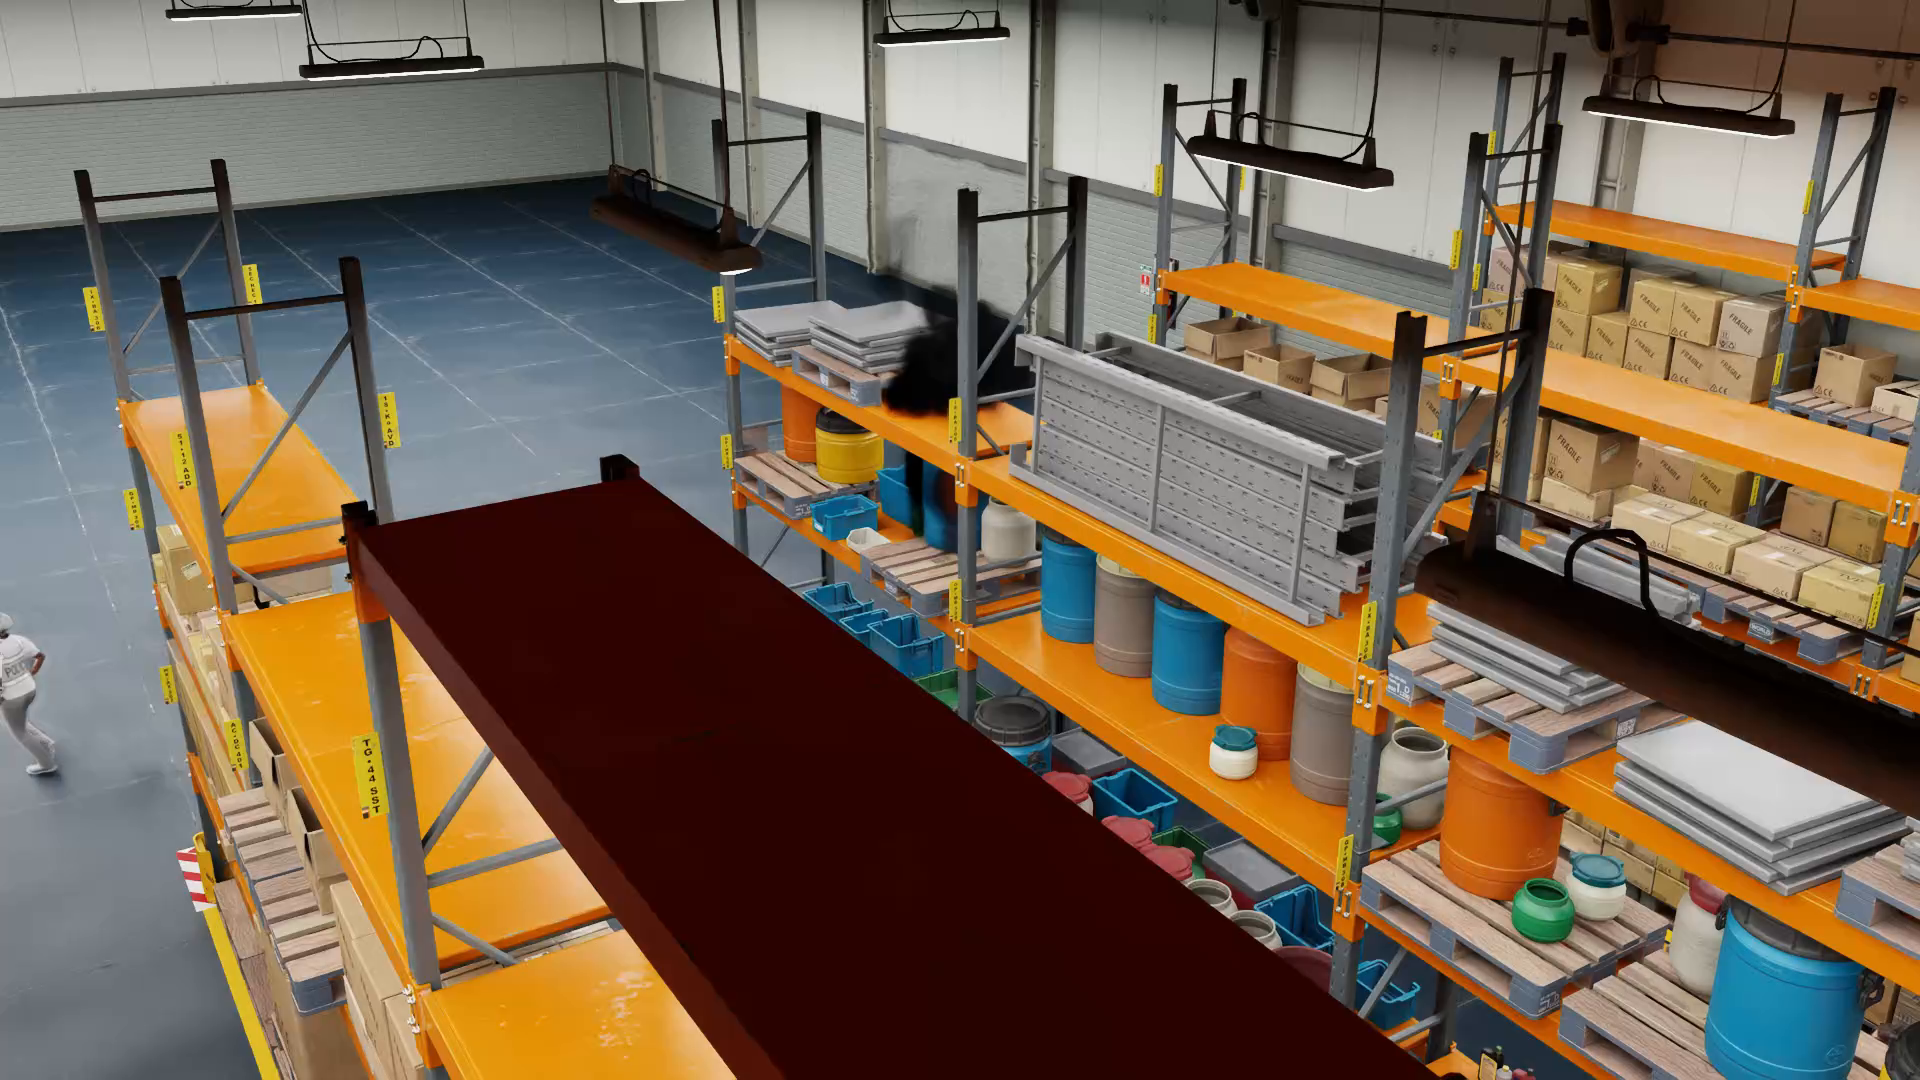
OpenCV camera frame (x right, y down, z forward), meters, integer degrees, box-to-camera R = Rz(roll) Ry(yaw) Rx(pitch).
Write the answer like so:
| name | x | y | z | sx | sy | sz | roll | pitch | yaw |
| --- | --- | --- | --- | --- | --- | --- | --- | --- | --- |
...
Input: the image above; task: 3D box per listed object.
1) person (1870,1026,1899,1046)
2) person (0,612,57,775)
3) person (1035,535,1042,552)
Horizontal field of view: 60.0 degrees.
| name | x | y | z | sx | sy | sz | roll | pitch | yaw |
| --- | --- | --- | --- | --- | --- | --- | --- | --- | --- |
| person | 5.523 | 3.659 | 10.083 | 0.572 | 1.626 | 0.604 | -16 | 27 | -35 |
| person | -8.907 | 1.441 | 15.561 | 0.582 | 1.663 | 0.560 | 3 | 22 | 7 |
| person | 0.823 | -0.395 | 20.067 | 0.707 | 1.761 | 0.725 | 3 | 22 | 7 |
